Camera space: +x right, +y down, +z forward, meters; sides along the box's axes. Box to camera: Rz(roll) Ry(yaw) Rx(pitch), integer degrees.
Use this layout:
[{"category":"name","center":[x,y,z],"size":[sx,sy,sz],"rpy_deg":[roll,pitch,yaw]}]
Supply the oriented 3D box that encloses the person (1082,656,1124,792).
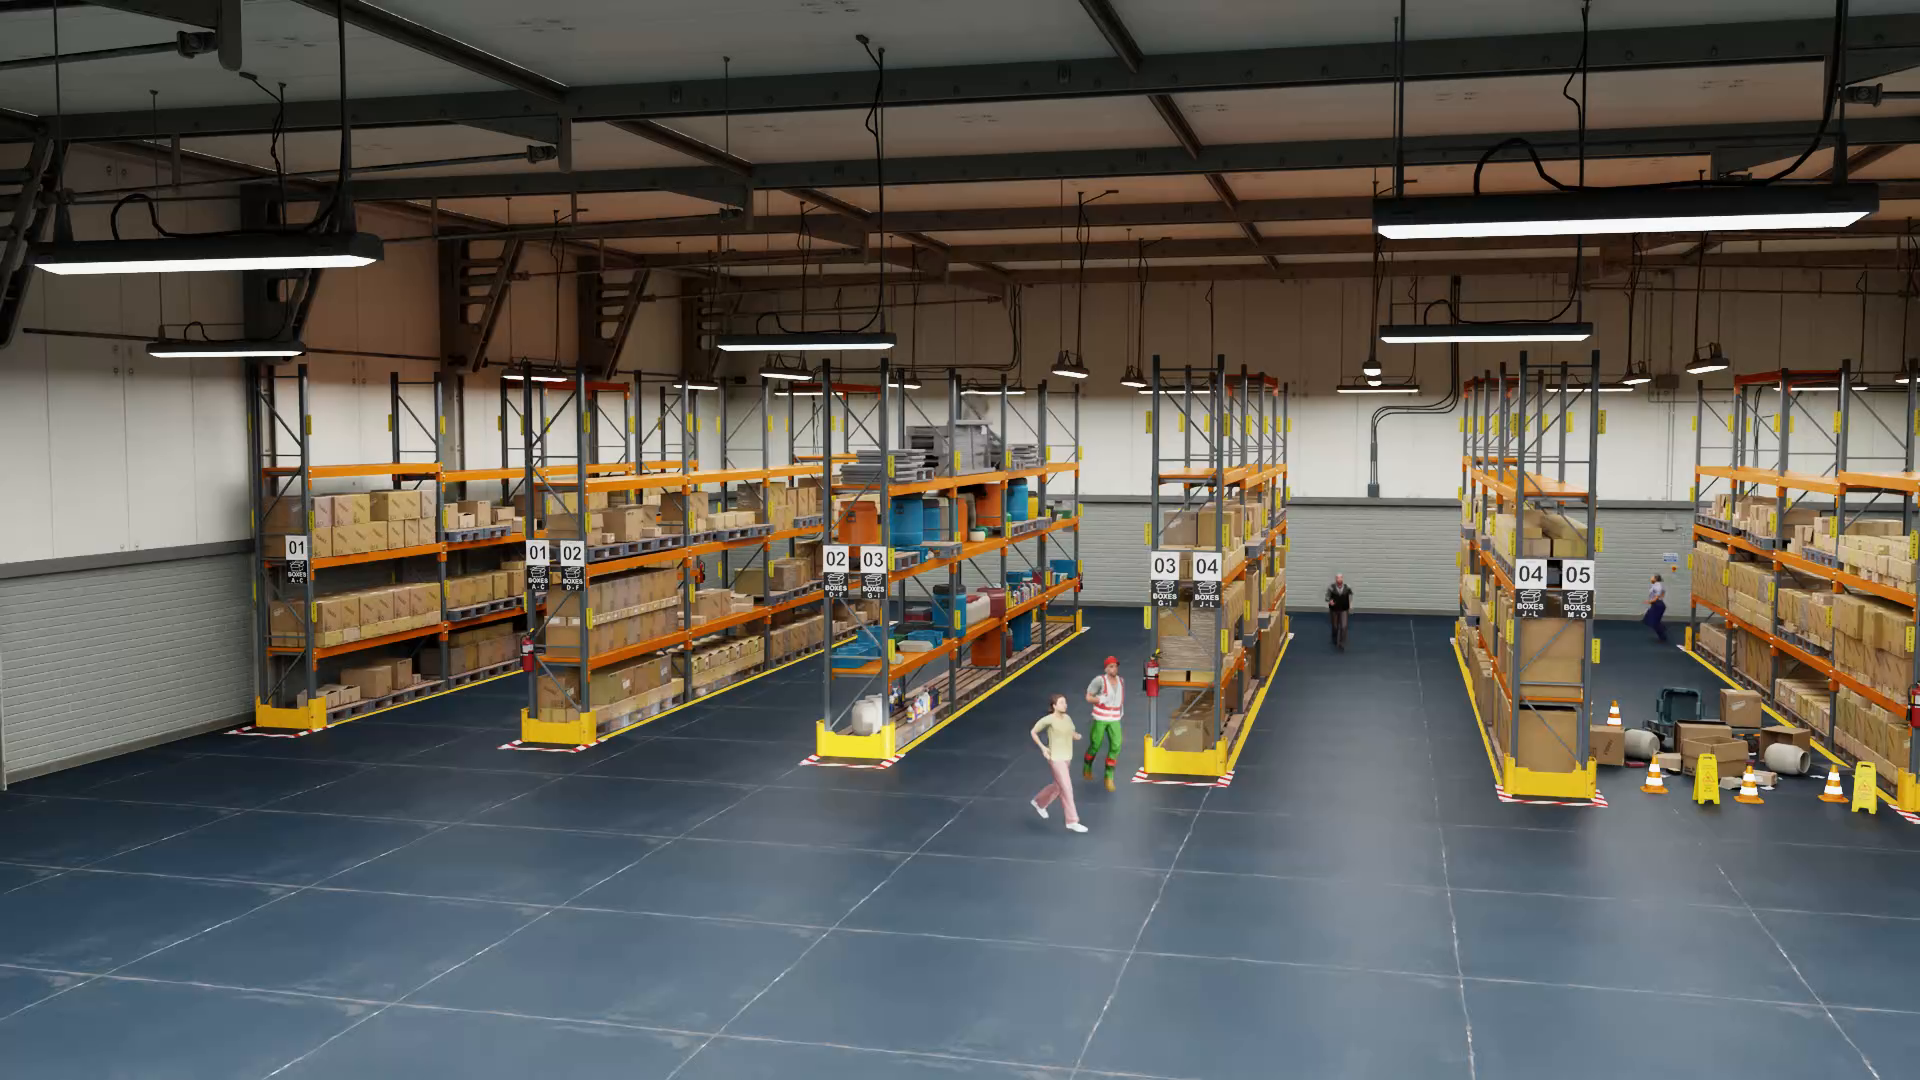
[{"category":"person","center":[2.033,2.521,23.071],"size":[0.655,1.835,0.790],"rpy_deg":[-1,4,-18]}]

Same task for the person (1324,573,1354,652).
[{"category":"person","center":[8.468,1.594,37.175],"size":[0.655,1.728,0.905],"rpy_deg":[0,4,6]}]

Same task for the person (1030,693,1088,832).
[{"category":"person","center":[1.226,2.721,20.610],"size":[0.969,1.655,0.574],"rpy_deg":[4,5,43]}]

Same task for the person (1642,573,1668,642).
[{"category":"person","center":[16.062,1.555,38.436],"size":[0.583,1.597,0.594],"rpy_deg":[1,4,20]}]
